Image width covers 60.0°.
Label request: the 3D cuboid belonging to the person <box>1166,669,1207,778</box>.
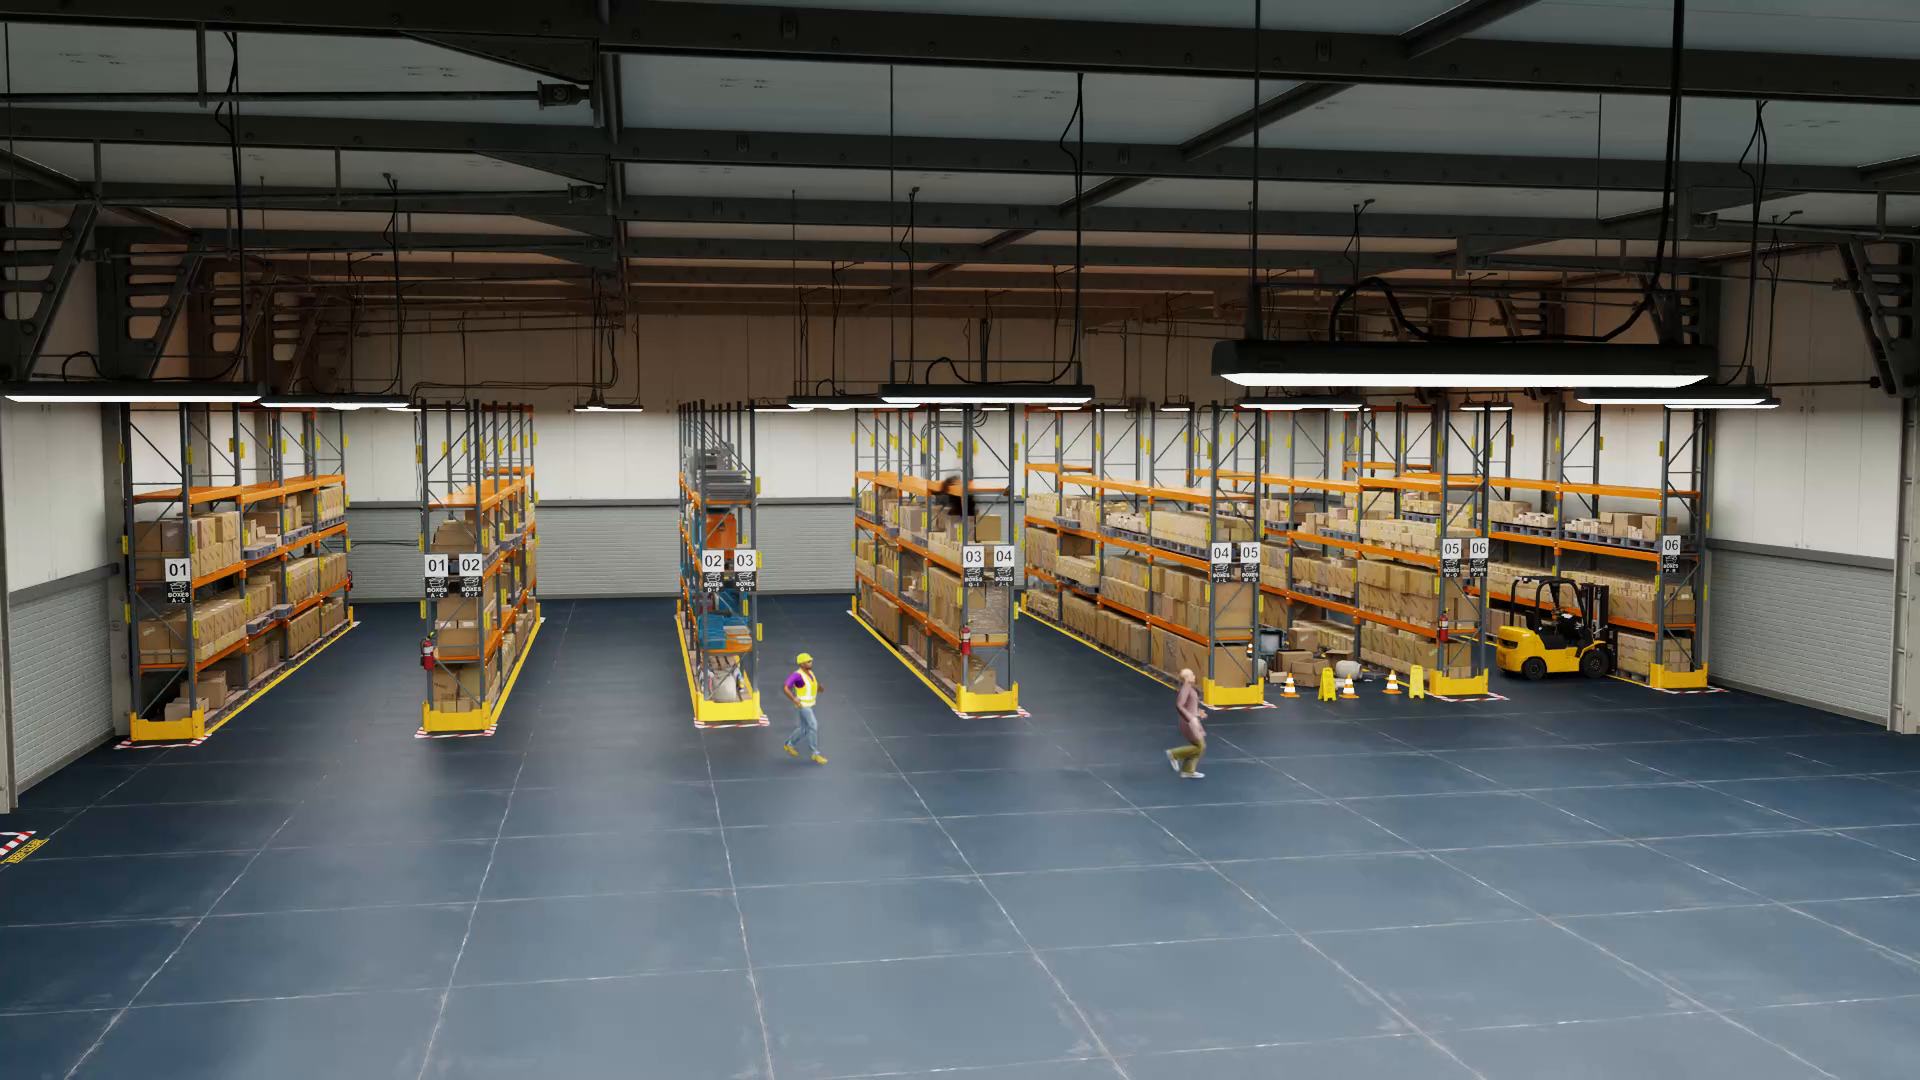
[{"bbox_3d":[3.567,2.928,26.168,0.640,1.641,0.671,1,4,8],"label":"person"}]

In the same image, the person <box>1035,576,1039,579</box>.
[{"bbox_3d":[2.305,1.265,50.114,0.846,1.354,0.666,1,5,17],"label":"person"}]

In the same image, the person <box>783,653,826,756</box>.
[{"bbox_3d":[-2.589,2.706,27.439,0.747,1.686,0.688,1,4,15],"label":"person"}]

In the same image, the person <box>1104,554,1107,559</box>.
[{"bbox_3d":[4.101,1.194,47.741,0.580,1.589,0.815,-1,4,-12],"label":"person"}]
